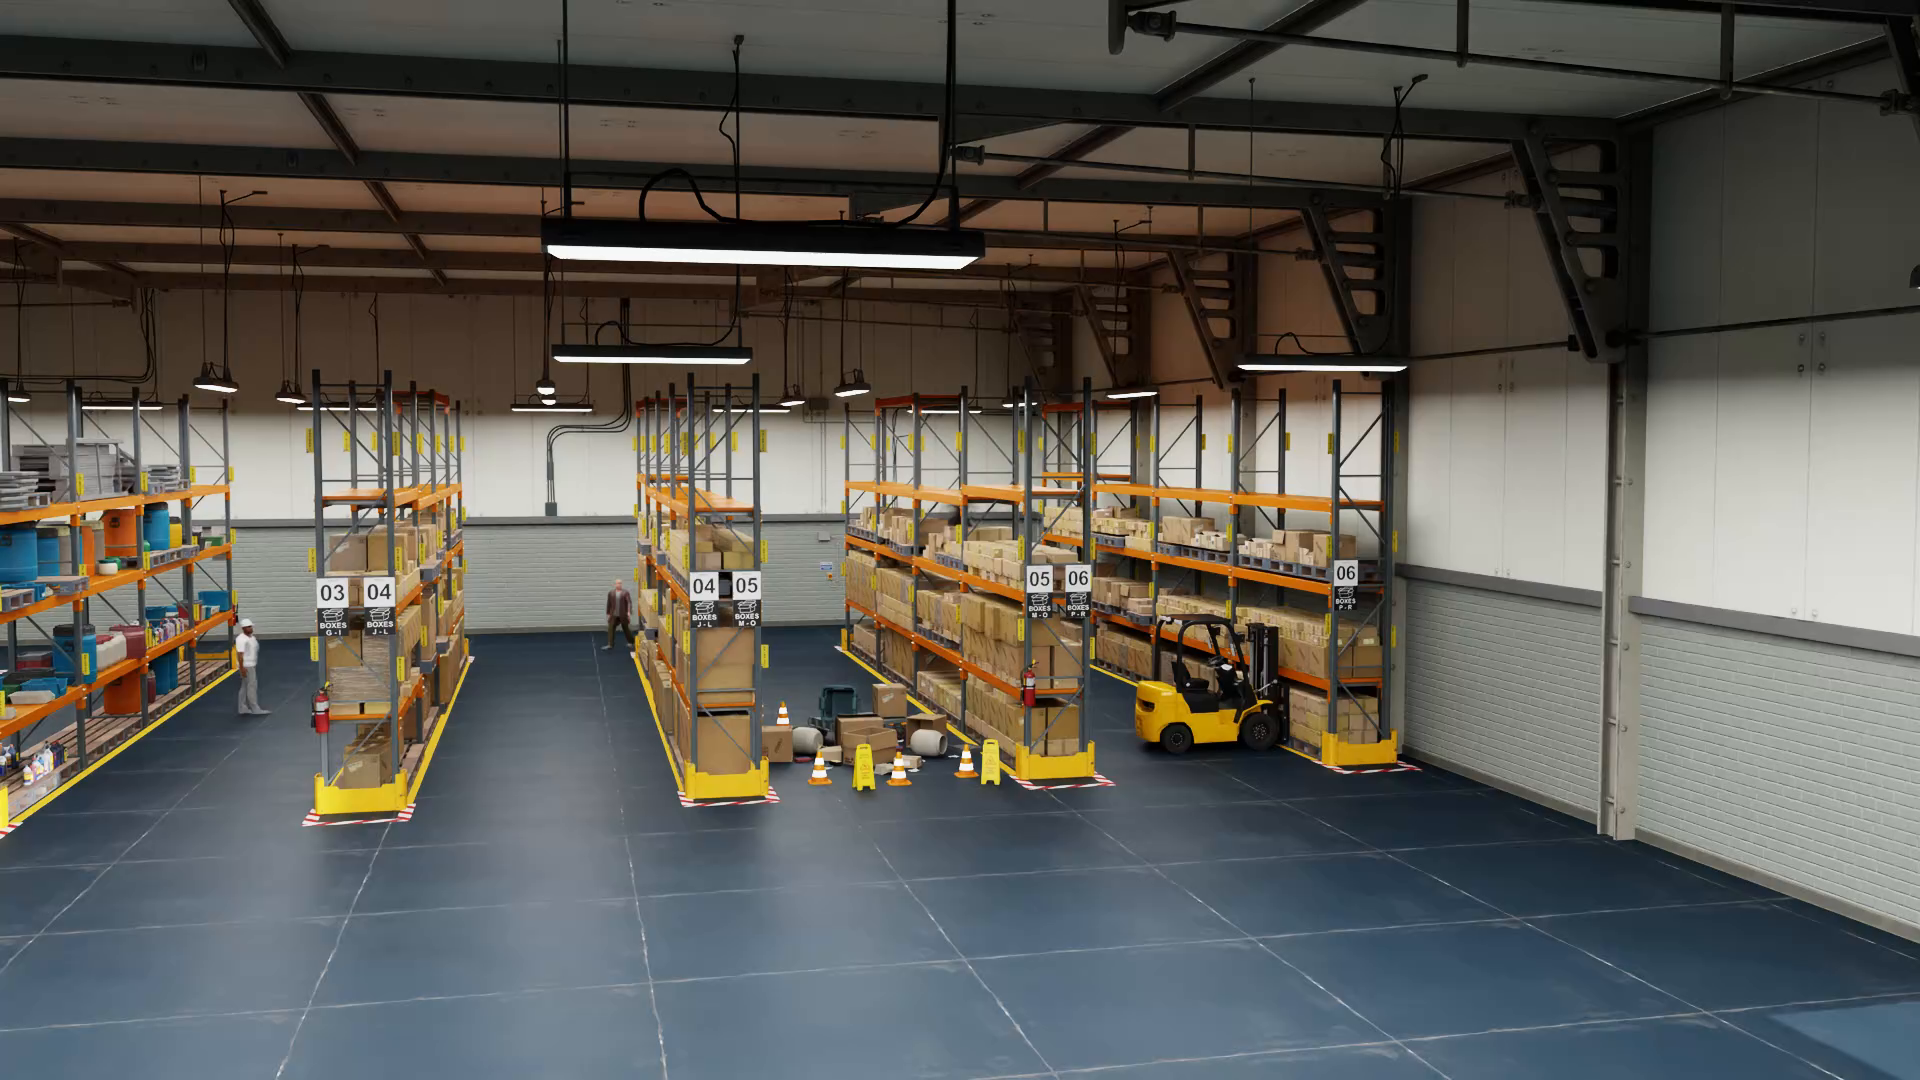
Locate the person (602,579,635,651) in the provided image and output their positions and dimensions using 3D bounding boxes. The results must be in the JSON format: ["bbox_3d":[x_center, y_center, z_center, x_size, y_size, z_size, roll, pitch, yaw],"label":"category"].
[{"bbox_3d":[-8.260,1.807,40.277,0.725,1.732,1.104,1,3,19],"label":"person"}]

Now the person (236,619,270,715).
[{"bbox_3d":[-13.100,2.338,30.812,0.550,1.764,0.587,-1,3,-19],"label":"person"}]
